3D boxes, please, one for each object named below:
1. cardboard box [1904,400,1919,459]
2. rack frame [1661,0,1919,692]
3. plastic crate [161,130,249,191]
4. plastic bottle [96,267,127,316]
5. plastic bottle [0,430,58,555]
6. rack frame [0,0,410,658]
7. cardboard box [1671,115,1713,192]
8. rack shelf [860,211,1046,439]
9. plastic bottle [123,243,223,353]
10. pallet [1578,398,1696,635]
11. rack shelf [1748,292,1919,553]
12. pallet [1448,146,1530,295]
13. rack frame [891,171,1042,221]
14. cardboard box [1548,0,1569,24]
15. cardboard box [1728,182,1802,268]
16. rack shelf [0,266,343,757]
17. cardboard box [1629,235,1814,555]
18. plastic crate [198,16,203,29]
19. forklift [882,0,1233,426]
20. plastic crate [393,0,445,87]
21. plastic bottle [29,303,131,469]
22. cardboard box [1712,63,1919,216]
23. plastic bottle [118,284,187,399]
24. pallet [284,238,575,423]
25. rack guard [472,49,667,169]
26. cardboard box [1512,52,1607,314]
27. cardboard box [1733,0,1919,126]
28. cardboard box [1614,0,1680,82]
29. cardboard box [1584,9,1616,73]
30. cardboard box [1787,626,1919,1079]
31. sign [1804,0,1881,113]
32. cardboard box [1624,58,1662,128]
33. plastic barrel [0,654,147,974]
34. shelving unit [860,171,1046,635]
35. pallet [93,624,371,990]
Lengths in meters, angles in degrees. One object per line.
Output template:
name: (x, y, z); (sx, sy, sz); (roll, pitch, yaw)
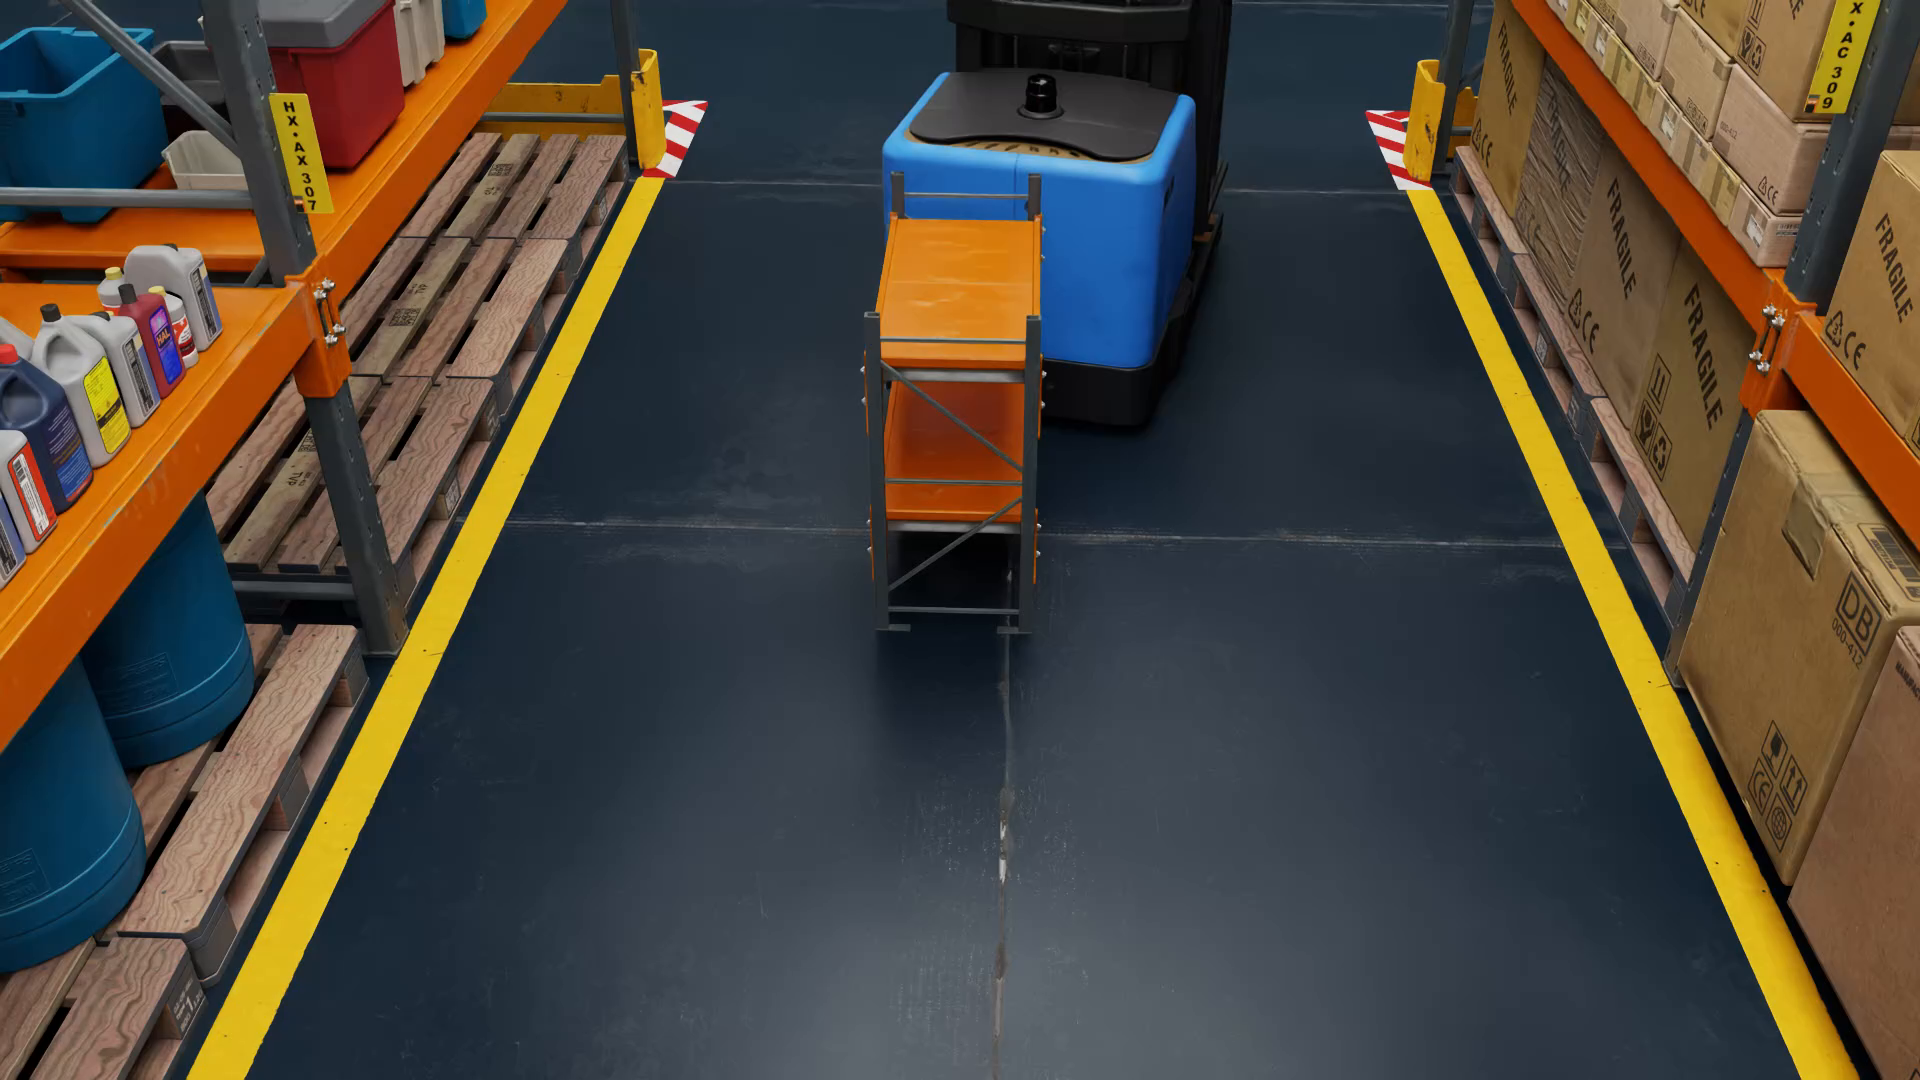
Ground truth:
cardboard box: (2.399, -0.282, 3.456); (0.500, 0.500, 0.500); (1, 35, 2)
rack frame: (2.687, -0.789, 4.264); (1.000, 3.000, 0.127); (1, 35, 2)
plastic crate: (-2.101, -1.084, 4.861); (0.396, 0.136, 0.243); (1, 35, 2)
plastic bottle: (-2.081, -0.580, 4.140); (0.097, 0.201, 0.097); (0, 35, 0)
plastic bottle: (-1.990, -0.119, 3.419); (0.152, 0.276, 0.135); (1, 35, 2)
rack frame: (-2.262, -0.903, 4.427); (1.000, 3.000, 0.127); (1, 35, 2)
cardboard box: (2.392, -1.164, 5.016); (0.380, 0.149, 0.250); (1, 35, 1)
rack shelf: (0.000, -0.704, 5.264); (0.538, 0.278, 1.000); (1, 35, 2)
plastic bottle: (-1.955, -0.619, 4.129); (0.152, 0.276, 0.135); (1, 35, 2)
pallet: (2.795, -0.083, 5.685); (1.003, 0.211, 1.213); (1, 35, 2)
rack shelf: (2.606, 0.654, 2.836); (1.077, 0.370, 4.000); (1, 35, 2)
pallet: (2.893, -1.485, 7.679); (1.003, 0.211, 1.213); (1, 35, 2)
rack frame: (0.021, -0.756, 5.848); (0.500, 1.125, 0.032); (1, 35, 2)
cardboard box: (2.454, -2.049, 6.275); (0.380, 0.149, 0.250); (1, 35, 1)
cardboard box: (2.372, -0.869, 4.596); (0.380, 0.149, 0.250); (2, 35, 2)
rack shelf: (-2.343, 0.540, 2.998); (1.077, 0.370, 4.000); (1, 35, 2)
cardboard box: (2.793, -0.469, 5.291); (0.875, 0.875, 0.875); (1, 35, 2)
plastic crate: (-2.493, -1.827, 5.919); (0.293, 0.136, 0.466); (1, 35, 2)
forklift: (0.585, -2.472, 6.718); (1.130, 2.935, 3.031); (9, 36, 12)
plastic crate: (-2.017, -1.752, 5.686); (0.437, 0.282, 0.530); (1, 35, 2)
plastic bottle: (-1.972, -0.347, 3.679); (0.144, 0.351, 0.185); (1, 35, 2)
cardboard box: (2.442, -1.109, 4.591); (0.500, 0.250, 0.500); (1, 35, 1)
plastic bottle: (-1.919, -0.488, 3.937); (0.061, 0.283, 0.133); (1, 35, 2)
pallet: (-2.225, -0.889, 6.831); (1.003, 0.211, 1.213); (1, 35, 2)
rack guard: (-2.114, -2.193, 8.435); (1.175, 0.500, 0.348); (1, 35, 2)
cardboard box: (2.865, -1.497, 6.754); (0.875, 0.875, 0.875); (1, 35, 2)
cardboard box: (2.438, -1.426, 4.390); (0.500, 0.500, 0.500); (2, 35, 3)
cardboard box: (2.481, -1.700, 5.431); (0.500, 0.250, 0.500); (2, 35, 3)
cardboard box: (2.434, -1.753, 5.855); (0.380, 0.149, 0.250); (2, 35, 3)
cardboard box: (2.646, 0.790, 3.500); (1.225, 0.875, 0.875); (0, 35, 0)
sign: (2.132, -1.187, 4.009); (0.100, 0.325, 0.005); (1, 35, 2)
cardboard box: (2.412, -1.460, 5.437); (0.380, 0.149, 0.250); (2, 35, 3)
plastic barrel: (-2.330, 0.502, 3.886); (0.600, 0.901, 0.708); (1, 35, 2)
shelving unit: (0.000, -0.464, 5.432); (0.538, 1.125, 1.048); (1, 35, 2)
pallet: (-2.335, 0.680, 4.599); (1.003, 0.211, 1.213); (1, 35, 2)
